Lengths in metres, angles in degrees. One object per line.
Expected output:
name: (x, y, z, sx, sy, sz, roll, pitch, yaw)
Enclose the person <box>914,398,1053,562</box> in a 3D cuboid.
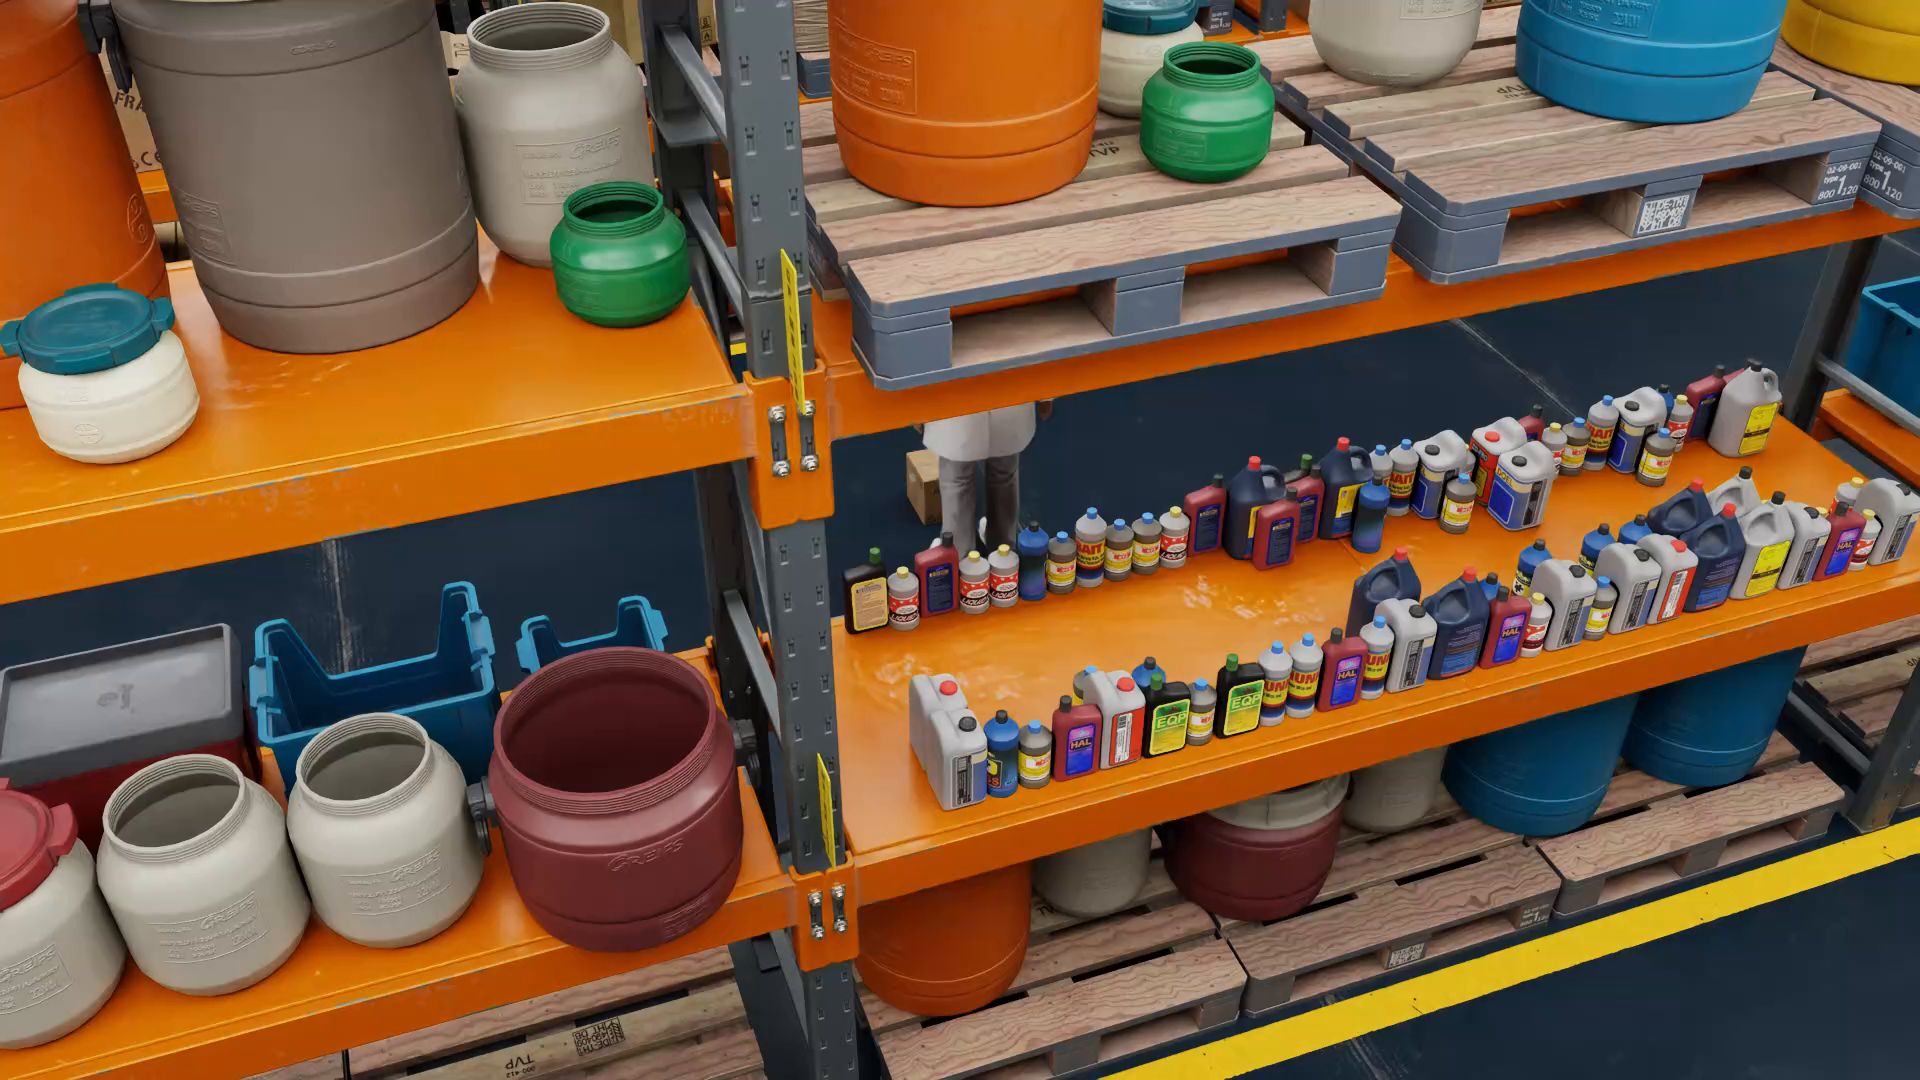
person: (0.075, -0.615, 6.960, 0.636, 1.797, 0.509, -9, 38, -12)
